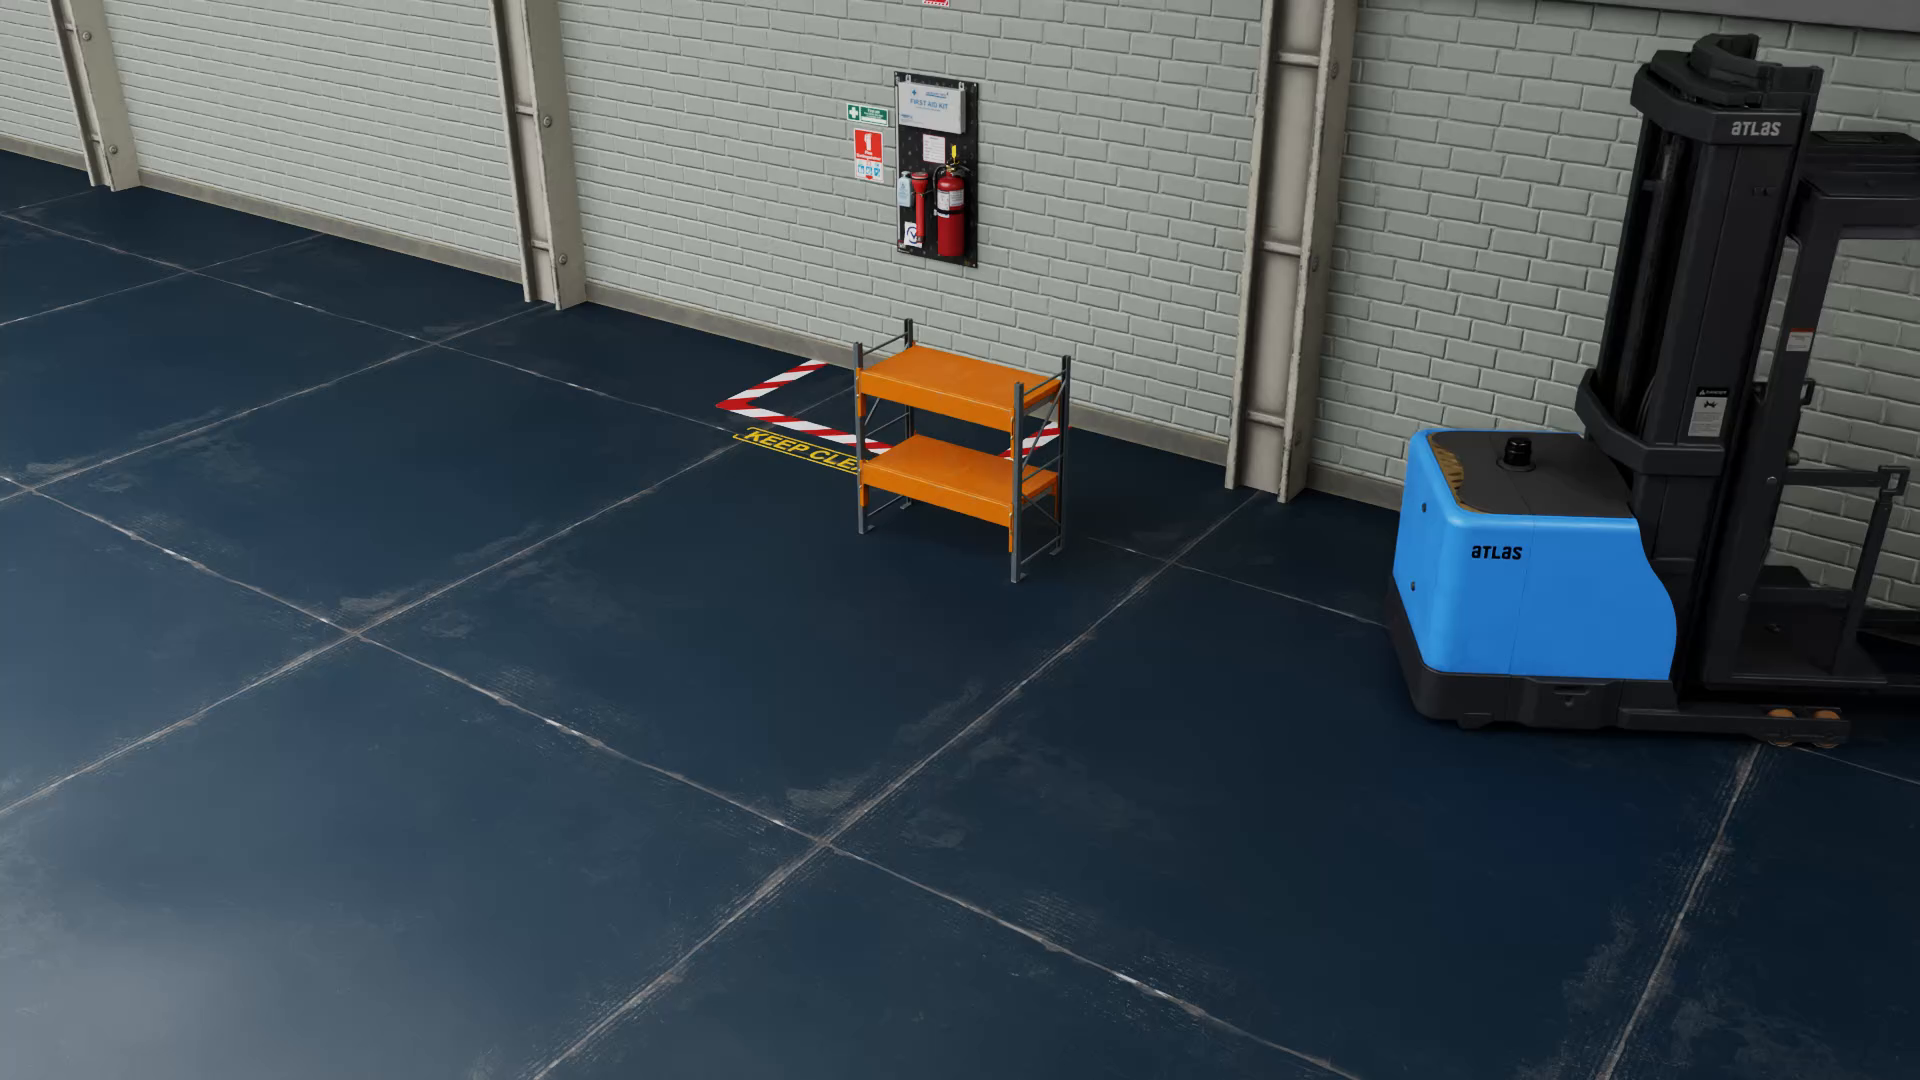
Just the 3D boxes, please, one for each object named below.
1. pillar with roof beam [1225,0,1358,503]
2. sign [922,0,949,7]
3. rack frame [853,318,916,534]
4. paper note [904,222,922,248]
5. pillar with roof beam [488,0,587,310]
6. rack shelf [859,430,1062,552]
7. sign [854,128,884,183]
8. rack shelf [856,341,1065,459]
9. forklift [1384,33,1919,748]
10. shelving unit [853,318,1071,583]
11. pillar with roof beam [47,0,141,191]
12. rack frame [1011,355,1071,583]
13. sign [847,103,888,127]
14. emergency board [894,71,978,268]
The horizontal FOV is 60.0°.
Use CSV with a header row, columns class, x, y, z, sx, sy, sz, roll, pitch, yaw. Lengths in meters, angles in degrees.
class,x,y,z,sx,sy,sz,roll,pitch,yaw
pillar with roof beam,-0.619,-2.722,4.678,0.400,9.000,9.100,17,32,30
sign,-0.147,-3.379,10.027,0.199,0.298,0.001,17,32,30
rack frame,-0.413,-0.630,9.248,0.032,1.125,0.500,17,32,30
paper note,-0.304,-1.986,10.816,0.142,0.148,0.016,17,32,30
pillar with roof beam,-5.565,-4.263,7.705,0.400,9.000,9.100,17,32,30
rack shelf,0.006,-0.282,9.102,1.000,0.278,0.538,17,32,30
sign,-0.595,-2.503,10.823,0.234,0.329,0.001,17,32,30
rack shelf,0.006,-0.760,8.859,1.000,0.278,0.538,17,32,30
forklift,3.614,-0.627,7.250,3.031,2.935,1.130,2,27,3
shelving unit,0.006,-0.500,8.991,1.048,1.125,0.538,17,32,30
pillar with roof beam,-10.511,-5.804,10.733,0.400,9.000,9.100,17,32,30
rack frame,0.425,-0.369,8.735,0.032,1.125,0.500,17,32,30
sign,-0.596,-2.735,10.693,0.331,0.109,0.001,17,32,30
emergency board,-0.197,-2.307,10.476,0.643,1.169,0.194,17,32,30
